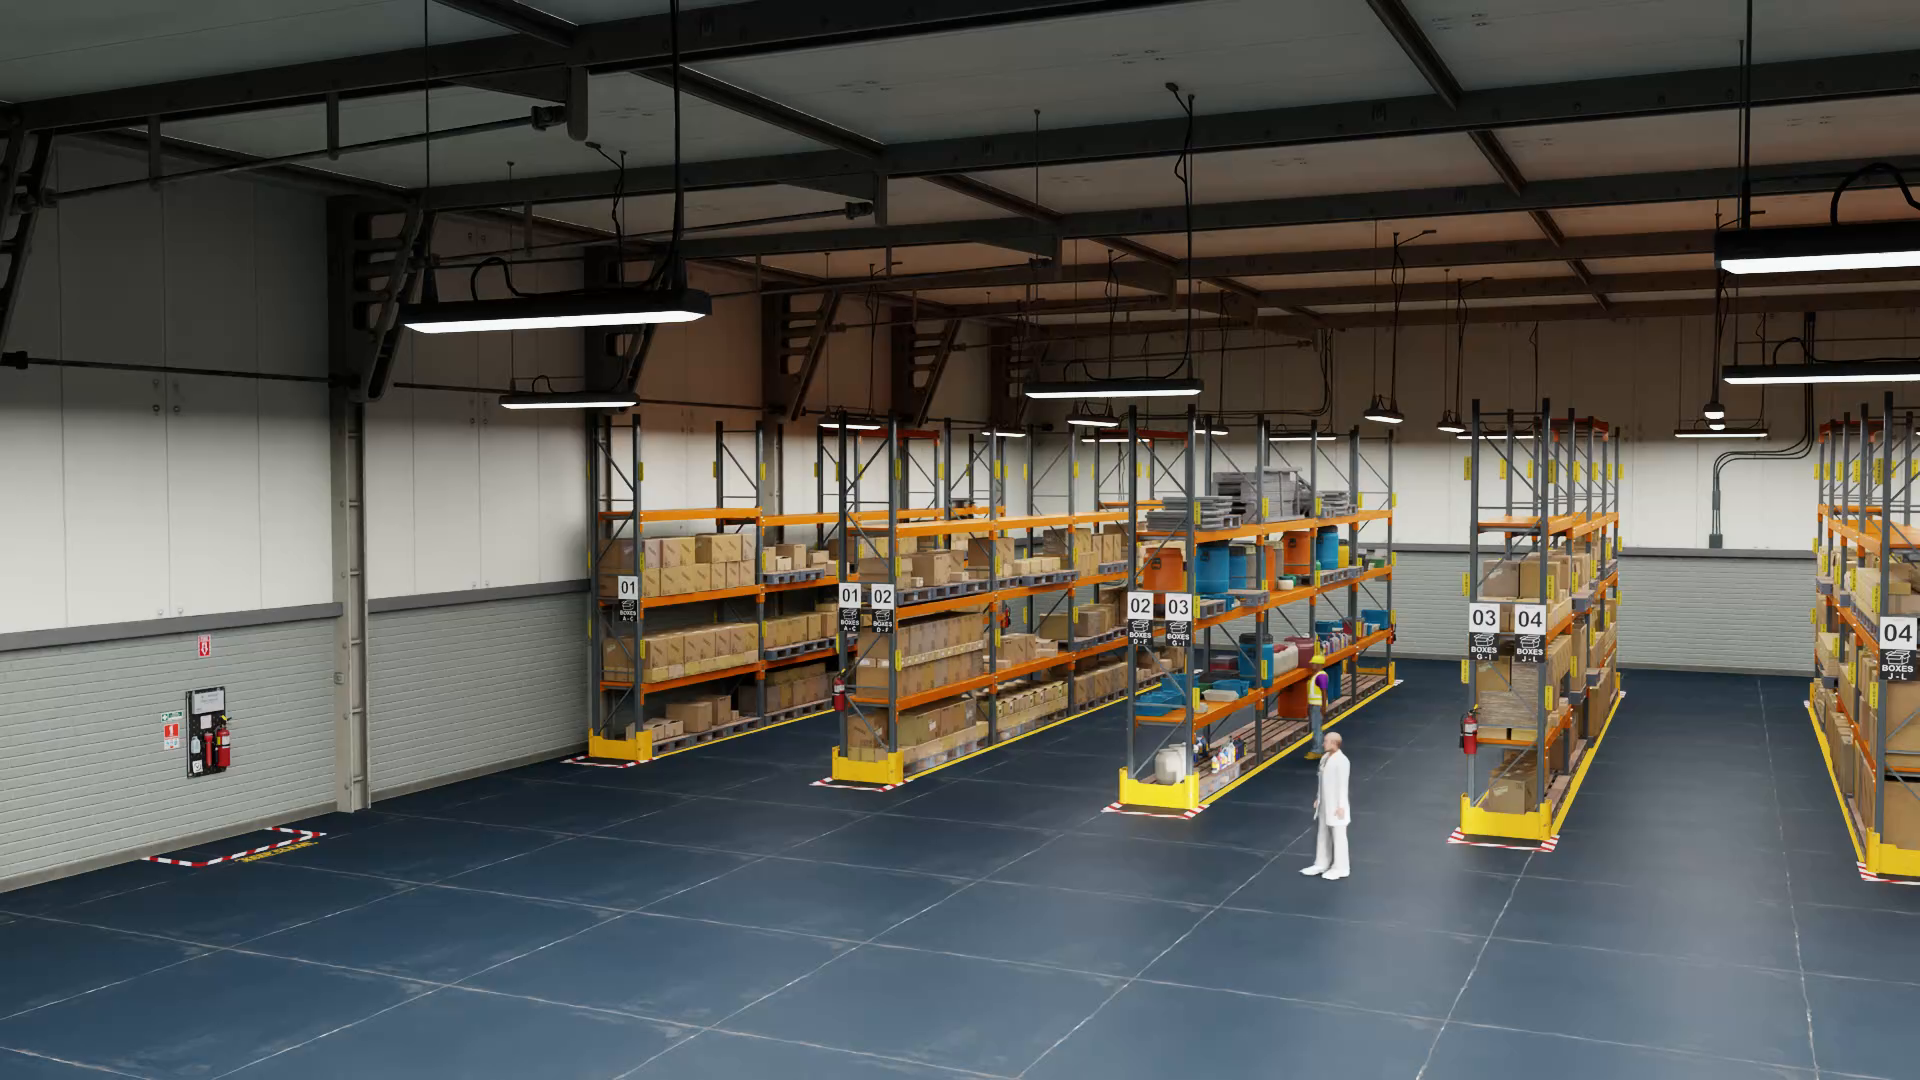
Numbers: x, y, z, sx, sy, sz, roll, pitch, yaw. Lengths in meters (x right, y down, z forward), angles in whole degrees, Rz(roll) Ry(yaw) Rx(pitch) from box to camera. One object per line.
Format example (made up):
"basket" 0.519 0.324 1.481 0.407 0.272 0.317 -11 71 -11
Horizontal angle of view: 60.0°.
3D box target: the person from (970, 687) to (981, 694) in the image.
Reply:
"person" 0.303 2.704 35.468 0.436 1.666 0.531 1 3 22

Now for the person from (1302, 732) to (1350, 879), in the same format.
"person" 4.538 3.257 20.462 0.522 1.795 0.604 -1 2 -17

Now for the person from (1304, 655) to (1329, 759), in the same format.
"person" 6.214 2.916 29.147 0.465 1.771 0.674 0 2 1
